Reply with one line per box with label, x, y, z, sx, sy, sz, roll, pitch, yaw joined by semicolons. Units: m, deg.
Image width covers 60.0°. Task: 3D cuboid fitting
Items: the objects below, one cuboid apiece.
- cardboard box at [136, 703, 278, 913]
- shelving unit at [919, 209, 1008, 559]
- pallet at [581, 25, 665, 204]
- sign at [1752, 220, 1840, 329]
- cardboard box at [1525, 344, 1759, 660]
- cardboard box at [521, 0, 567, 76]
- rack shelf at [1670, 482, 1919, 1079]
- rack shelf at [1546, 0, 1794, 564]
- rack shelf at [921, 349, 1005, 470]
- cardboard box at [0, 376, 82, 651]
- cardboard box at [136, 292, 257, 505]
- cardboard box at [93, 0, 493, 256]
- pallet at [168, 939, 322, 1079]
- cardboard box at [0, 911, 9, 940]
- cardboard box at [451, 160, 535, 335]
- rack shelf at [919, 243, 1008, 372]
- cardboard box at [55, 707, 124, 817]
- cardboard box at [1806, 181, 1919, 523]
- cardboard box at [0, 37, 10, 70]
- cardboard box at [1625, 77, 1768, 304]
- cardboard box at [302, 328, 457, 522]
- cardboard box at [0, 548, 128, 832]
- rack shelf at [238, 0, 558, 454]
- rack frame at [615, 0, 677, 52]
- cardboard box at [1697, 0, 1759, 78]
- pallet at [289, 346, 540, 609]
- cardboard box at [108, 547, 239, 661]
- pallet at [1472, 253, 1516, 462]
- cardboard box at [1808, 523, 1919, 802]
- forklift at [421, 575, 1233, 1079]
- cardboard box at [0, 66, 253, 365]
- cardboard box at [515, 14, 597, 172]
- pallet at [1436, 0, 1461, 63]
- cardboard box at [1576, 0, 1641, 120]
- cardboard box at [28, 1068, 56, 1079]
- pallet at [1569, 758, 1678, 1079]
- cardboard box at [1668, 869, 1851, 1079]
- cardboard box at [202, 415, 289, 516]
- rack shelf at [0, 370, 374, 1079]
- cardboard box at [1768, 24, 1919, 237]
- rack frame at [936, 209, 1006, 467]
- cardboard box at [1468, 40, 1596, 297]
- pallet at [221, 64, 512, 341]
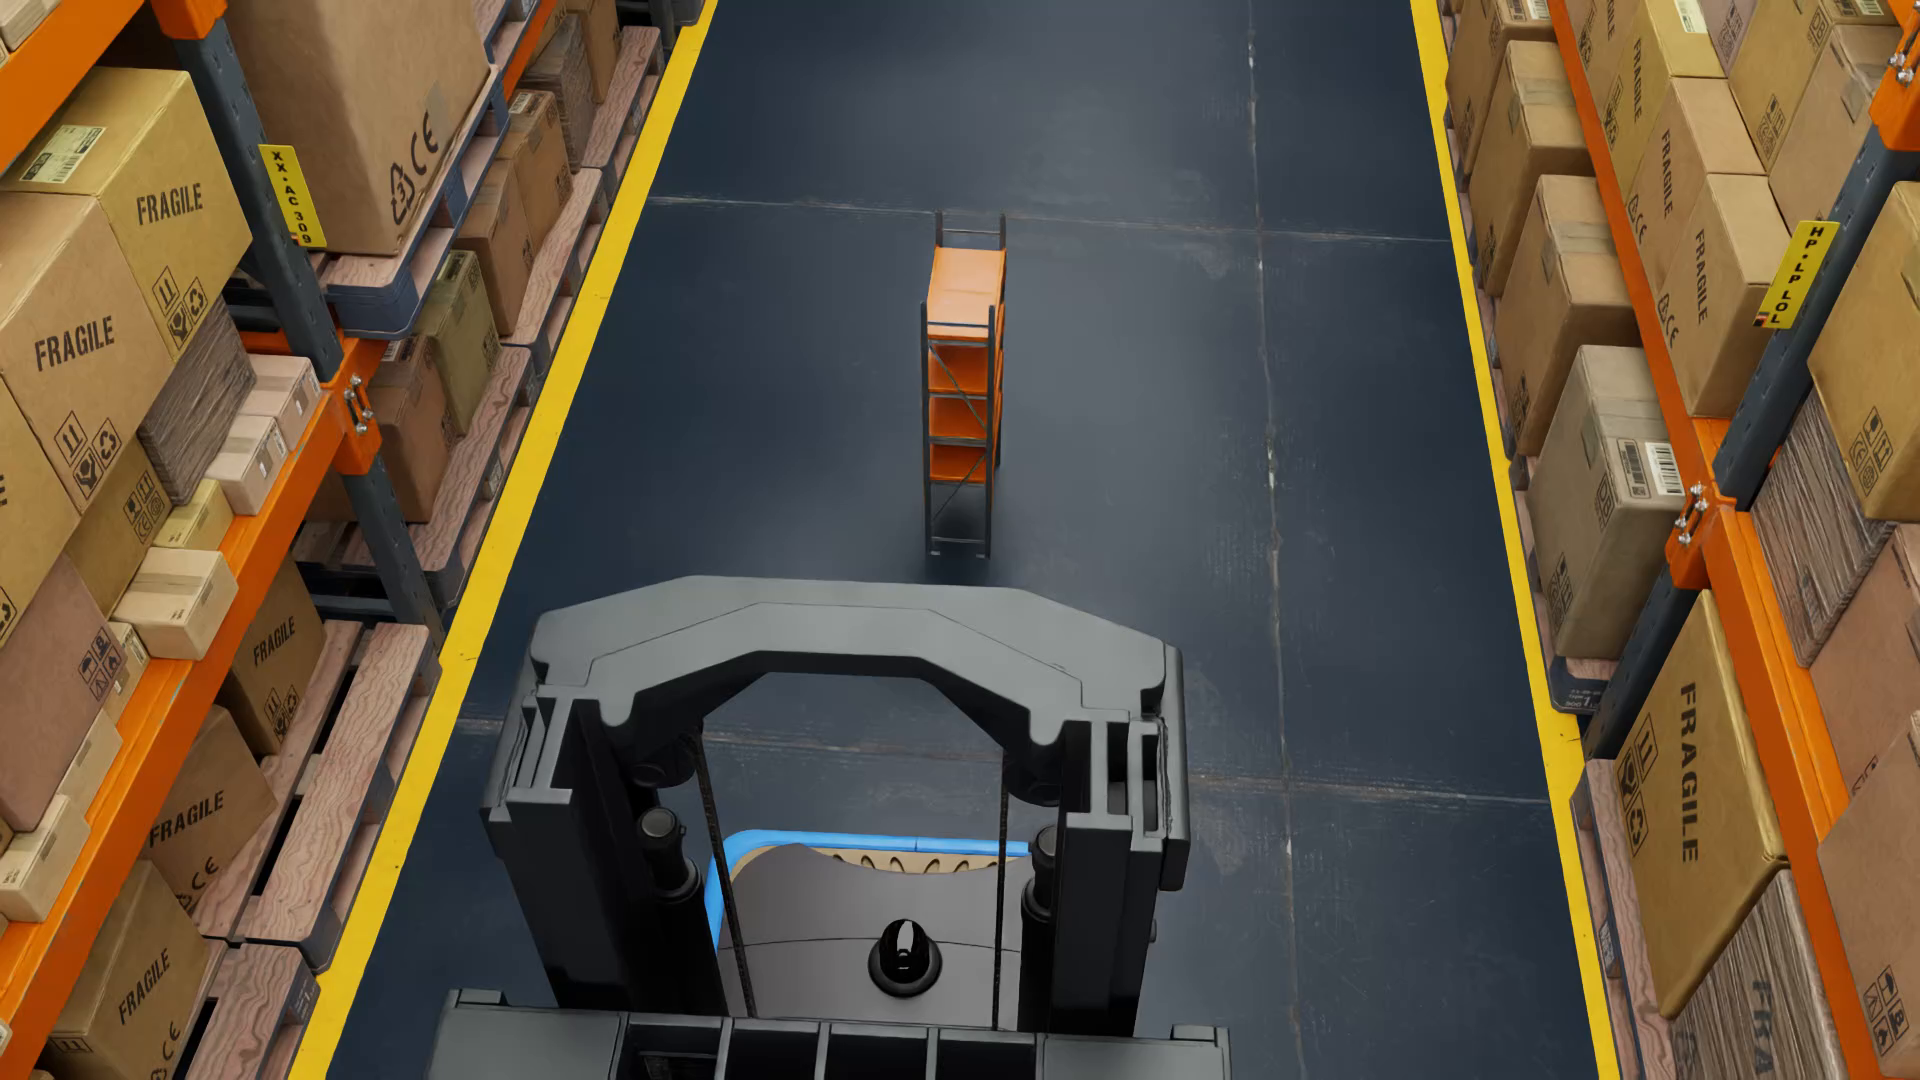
cardboard box;-2.459;0.753;4.938;0.500;0.500;0.500;18;50;16
shelving unit;0.015;-0.527;5.919;0.258;1.200;0.503;4;48;4
pallet;-2.046;-2.086;8.015;1.003;0.211;1.213;4;48;4
sign;2.051;-0.647;4.078;0.100;0.325;0.005;4;48;4
cardboard box;2.559;-0.098;5.547;1.050;0.750;0.750;4;48;3
cardboard box;-2.042;-2.274;7.185;0.500;0.250;0.500;9;48;8
rack shelf;2.410;1.459;3.371;1.077;0.370;4.000;4;48;4
rack shelf;2.775;-1.481;6.059;1.077;0.370;4.000;4;48;4
rack shelf;0.015;-0.481;5.968;0.258;0.148;0.480;4;48;4
cardboard box;-2.195;-0.049;3.315;0.500;0.500;0.500;4;48;4
cardboard box;-2.440;-0.469;4.377;0.875;0.500;0.500;4;48;4
cardboard box;-2.126;-1.580;4.971;1.000;1.000;1.000;4;48;4
pallet;-2.472;1.674;4.576;1.003;0.211;1.213;4;48;4
cardboard box;-2.315;0.881;3.582;0.380;0.149;0.250;4;48;4
cardboard box;-2.147;-1.177;6.689;0.700;0.500;0.500;0;48;0
rack shelf;0.015;-0.792;5.629;0.258;0.148;0.480;4;48;4
cardboard box;-2.228;0.516;3.915;0.380;0.149;0.250;4;48;4
cardboard box;2.525;-0.400;3.750;0.875;0.550;0.550;4;48;4
cardboard box;-2.177;-0.888;3.098;0.500;0.250;0.500;5;48;5
cardboard box;2.420;-1.060;5.119;0.500;0.500;0.500;3;48;3
cardboard box;-2.260;-0.416;5.994;0.700;0.500;0.500;1;48;1
cardboard box;-2.466;0.270;3.701;0.875;0.500;0.500;4;48;4
rack shelf;-2.155;-1.888;6.432;1.077;0.370;4.000;4;48;4
rack frame;-1.973;-3.601;7.511;1.000;3.000;0.127;4;48;4
cardboard box;2.723;-1.740;5.063;0.700;0.500;0.500;4;48;4
pallet;-2.268;-0.293;6.375;1.003;0.211;1.213;4;48;4
cardboard box;-2.091;0.155;4.246;0.380;0.149;0.250;4;48;4
pallet;2.696;-0.784;6.824;1.003;0.211;1.213;4;48;4
cardboard box;2.543;0.373;3.774;0.875;0.550;0.550;4;48;4
forklift;-0.189;1.561;2.836;1.130;2.935;3.031;2;48;2
cardboard box;-2.105;-0.784;3.987;0.500;0.500;0.500;4;48;4
cardboard box;-2.052;-2.004;7.446;0.700;0.500;0.500;0;48;0
pallet;3.030;-2.826;8.692;1.003;0.211;1.213;4;48;4
cardboard box;2.510;-1.805;5.800;0.500;0.500;0.500;3;48;3
cardboard box;-2.532;1.622;4.144;0.500;0.500;0.500;8;48;7
pallet;2.445;1.241;4.972;1.003;0.211;1.213;4;48;4
cardboard box;2.387;1.442;4.054;0.875;0.875;0.875;4;48;4
cardboard box;-2.097;-0.216;4.585;0.380;0.149;0.250;4;48;4
rack shelf;-2.520;1.051;3.744;1.077;0.370;4.000;4;48;4
cardboard box;2.632;-0.990;4.378;0.700;0.500;0.500;3;48;3
rack frame;0.037;-0.706;6.083;0.240;1.200;0.015;4;48;4
cardboard box;2.736;-1.492;6.821;1.050;0.750;0.750;5;48;4
pallet;-2.123;-1.149;5.398;1.003;0.211;1.213;4;48;4
